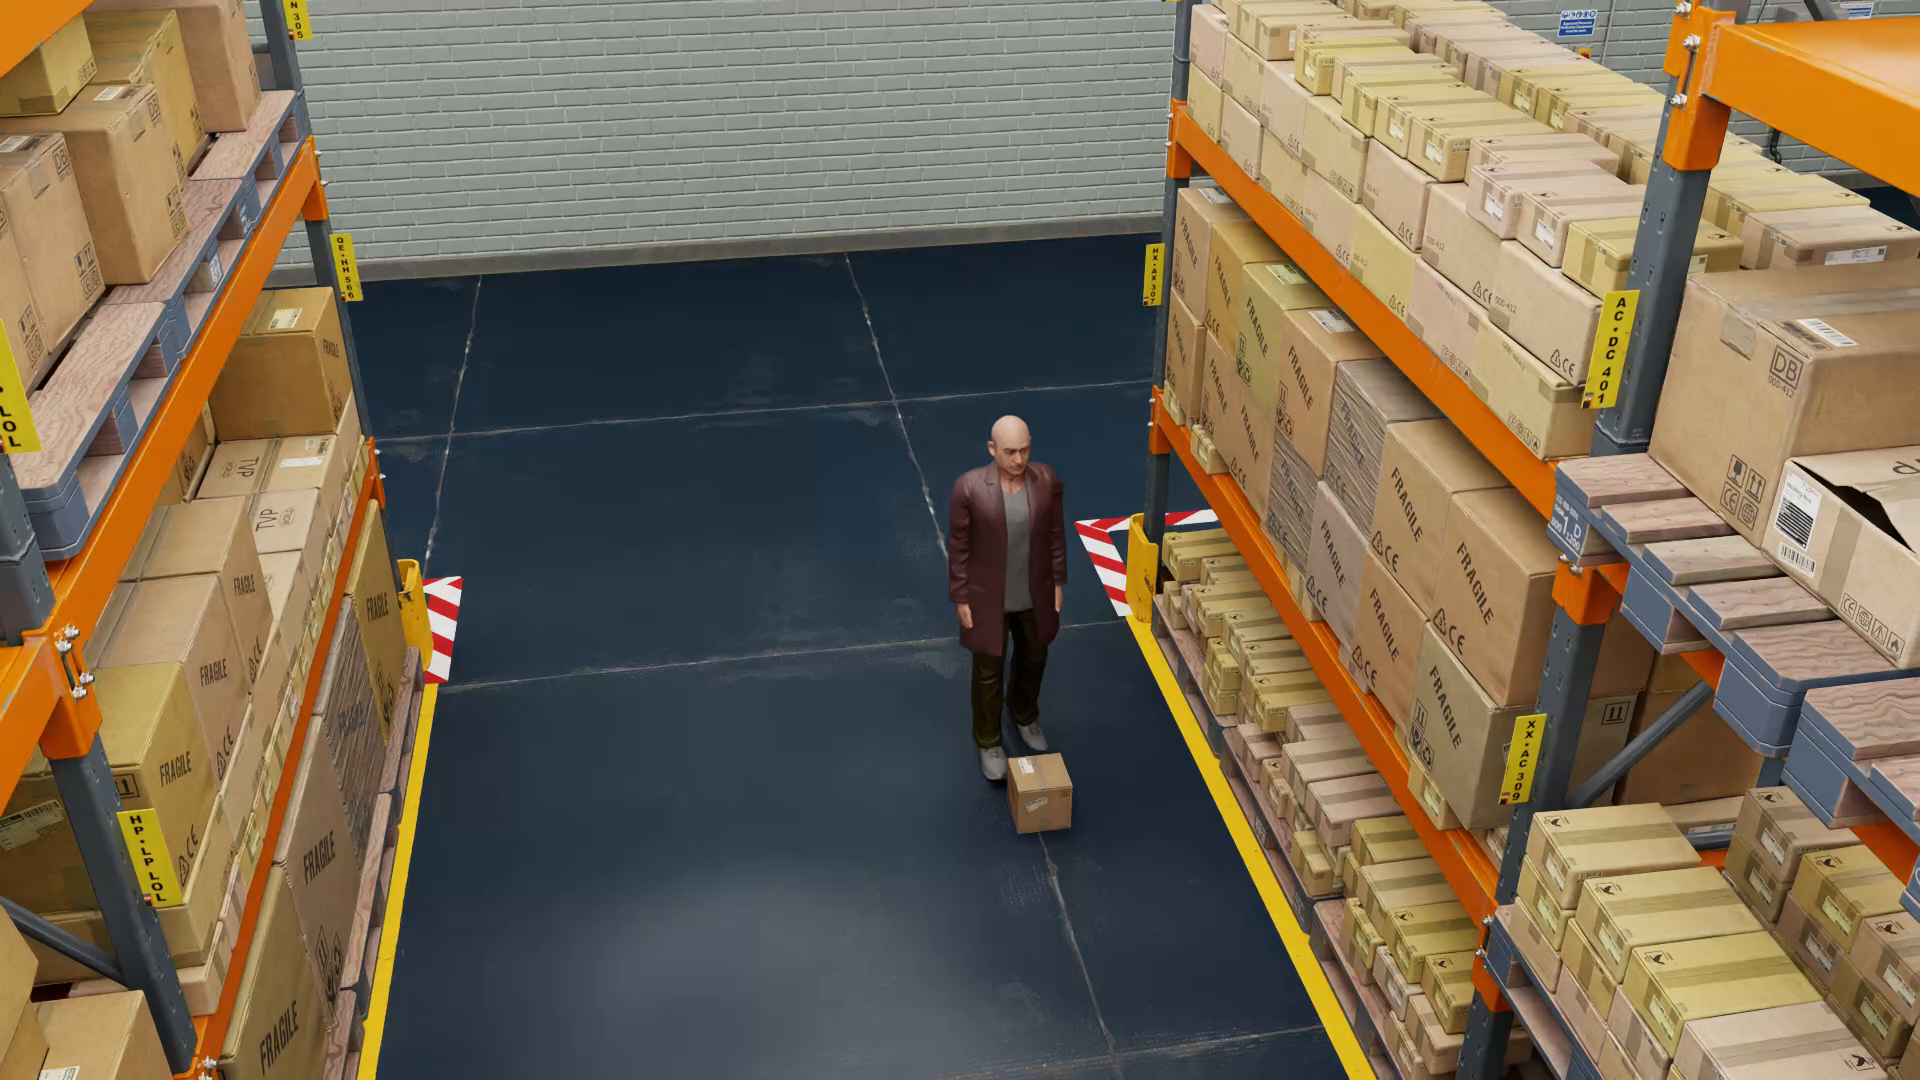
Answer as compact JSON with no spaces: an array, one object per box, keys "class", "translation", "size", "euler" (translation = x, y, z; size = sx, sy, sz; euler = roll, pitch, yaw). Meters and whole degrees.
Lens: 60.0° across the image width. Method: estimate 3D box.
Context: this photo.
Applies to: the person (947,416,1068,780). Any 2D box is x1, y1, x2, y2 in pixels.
[{"class":"person","translation":[0.228,0.270,7.727],"size":[0.583,1.824,0.580],"euler":[-7,31,-13]}]
